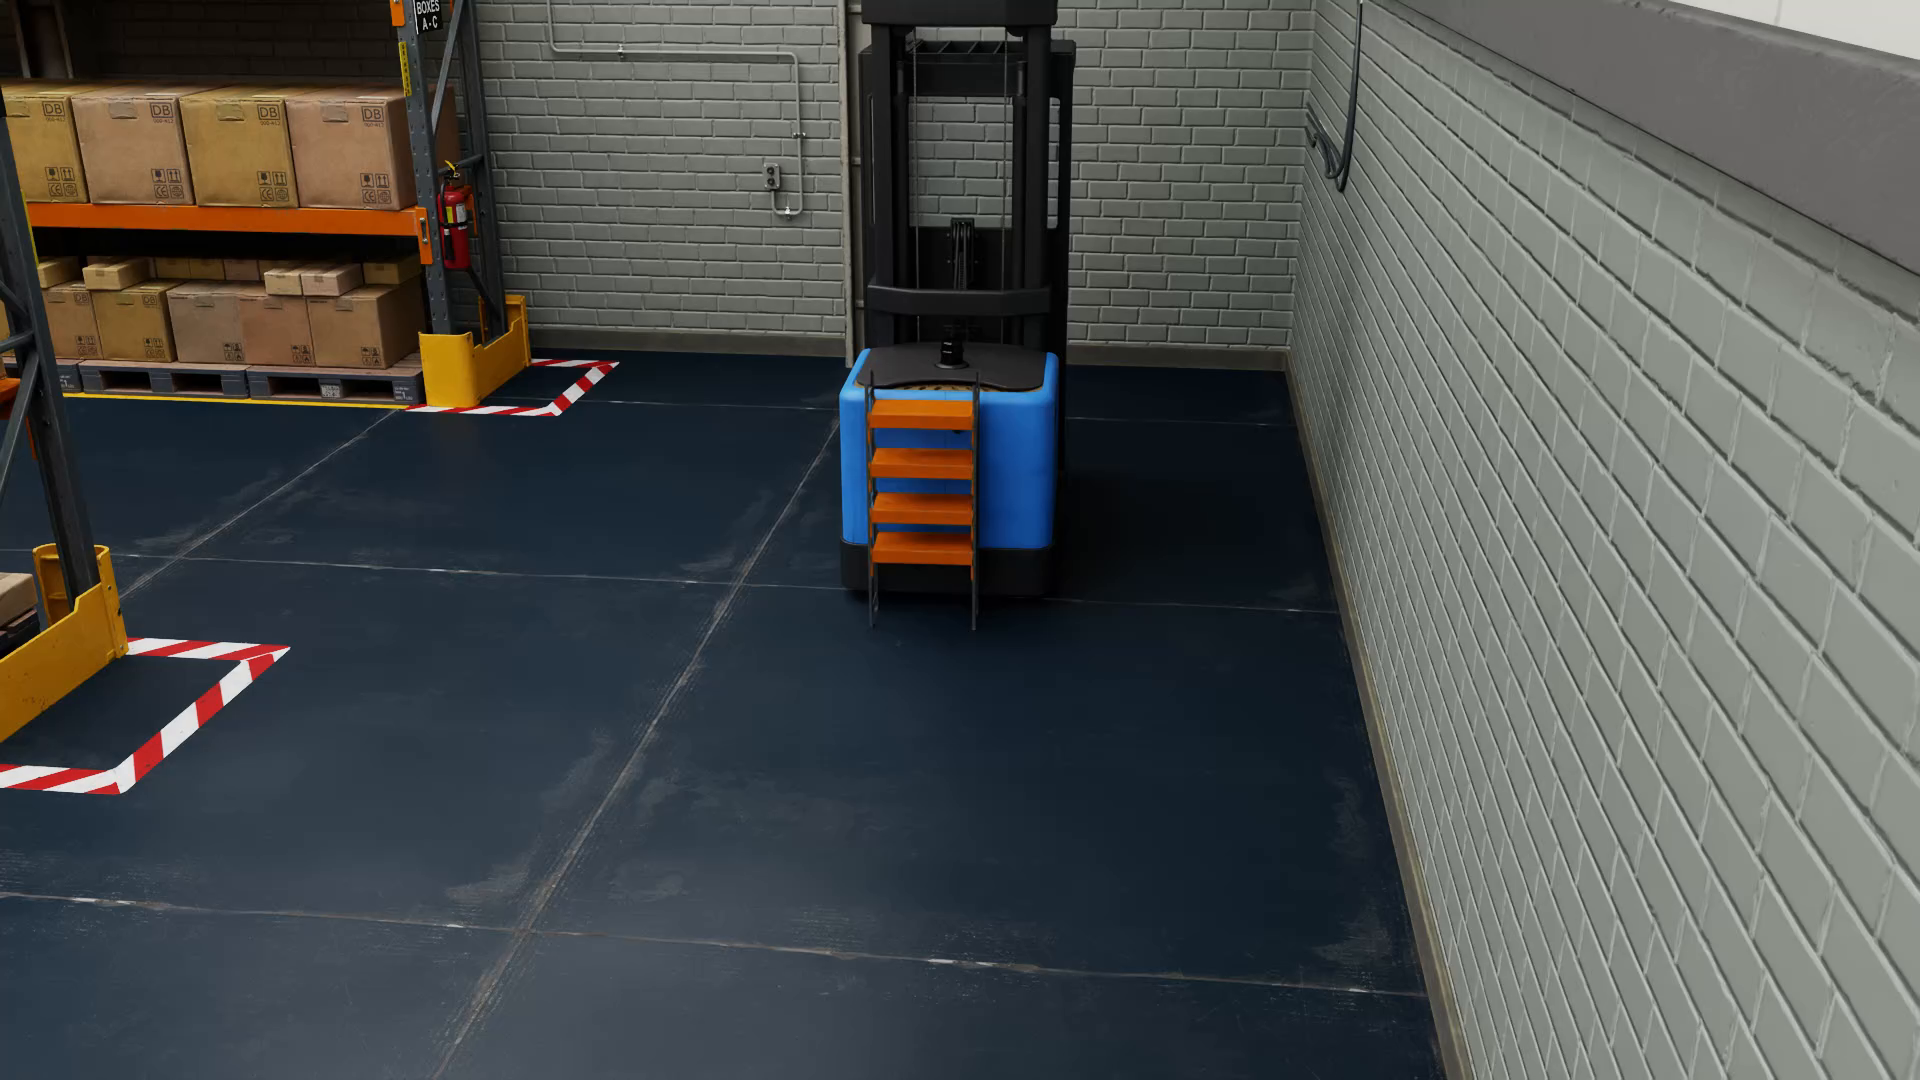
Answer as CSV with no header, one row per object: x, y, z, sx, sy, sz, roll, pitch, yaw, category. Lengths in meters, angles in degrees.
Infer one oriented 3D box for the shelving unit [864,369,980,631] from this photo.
-0.169,-0.180,7.763,0.503,1.200,0.258,1,22,4,shelving unit

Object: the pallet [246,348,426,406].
-4.204,-1.210,11.714,1.213,0.211,1.003,2,22,6,pallet

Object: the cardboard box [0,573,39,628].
-4.355,0.285,7.418,0.250,0.149,0.380,2,22,6,cardboard box

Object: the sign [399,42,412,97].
-3.478,-2.952,10.430,0.005,0.325,0.100,2,22,6,sign

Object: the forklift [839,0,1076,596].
0.050,-1.593,8.982,1.130,2.935,3.031,2,22,4,forklift

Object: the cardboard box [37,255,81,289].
-6.323,-1.857,11.505,0.250,0.149,0.380,3,22,8,cardboard box

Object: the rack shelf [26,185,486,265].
-5.387,-2.253,11.537,4.000,0.370,1.077,2,22,6,rack shelf

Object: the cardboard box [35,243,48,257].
-6.763,-2.018,11.910,0.250,0.149,0.380,2,22,6,cardboard box

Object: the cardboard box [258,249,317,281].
-4.711,-1.930,11.687,0.250,0.149,0.380,3,22,7,cardboard box

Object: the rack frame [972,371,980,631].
0.074,-0.174,7.747,0.015,1.200,0.240,1,22,4,rack frame

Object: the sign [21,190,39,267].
-3.916,-1.293,6.953,0.005,0.325,0.100,2,22,6,sign

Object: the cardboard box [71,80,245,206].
-5.388,-2.723,11.339,0.700,0.700,0.980,1,22,4,cardboard box

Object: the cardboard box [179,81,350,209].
-4.632,-2.686,11.247,0.700,0.700,0.980,2,22,6,cardboard box

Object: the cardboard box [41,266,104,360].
-6.144,-1.614,11.772,0.500,0.500,0.700,2,22,6,cardboard box

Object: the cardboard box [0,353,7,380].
-4.389,-0.854,6.885,0.500,0.500,0.500,3,22,7,cardboard box

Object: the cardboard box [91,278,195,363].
-5.634,-1.591,11.714,0.500,0.500,0.700,3,22,8,cardboard box

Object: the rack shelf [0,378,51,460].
-5.966,-0.444,6.962,4.000,0.370,1.077,2,22,6,rack shelf

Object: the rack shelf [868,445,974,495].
-0.169,-0.325,7.705,0.480,0.148,0.258,1,22,4,rack shelf

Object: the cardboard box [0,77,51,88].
-6.836,-2.784,11.495,0.700,0.700,0.980,3,22,7,cardboard box

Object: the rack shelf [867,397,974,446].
-0.169,-0.545,7.618,0.480,0.148,0.258,1,22,4,rack shelf

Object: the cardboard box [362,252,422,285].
-3.960,-1.897,11.605,0.250,0.149,0.380,3,22,7,cardboard box

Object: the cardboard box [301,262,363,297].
-4.256,-1.768,11.279,0.250,0.149,0.380,2,22,6,cardboard box

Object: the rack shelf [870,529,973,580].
-0.169,0.067,7.861,0.480,0.148,0.258,1,22,4,rack shelf

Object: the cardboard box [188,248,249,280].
-5.219,-1.951,11.742,0.250,0.149,0.380,3,22,7,cardboard box

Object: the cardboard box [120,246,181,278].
-5.727,-1.973,11.797,0.250,0.149,0.380,3,22,7,cardboard box

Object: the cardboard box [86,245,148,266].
-5.977,-1.984,11.826,0.250,0.149,0.380,2,22,5,cardboard box

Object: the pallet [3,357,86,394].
-6.627,-1.316,11.981,1.213,0.211,1.003,2,22,6,pallet

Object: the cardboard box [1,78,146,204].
-6.112,-2.751,11.410,0.700,0.700,0.980,2,22,5,cardboard box

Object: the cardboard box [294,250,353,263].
-4.463,-1.919,11.659,0.250,0.149,0.380,3,22,6,cardboard box

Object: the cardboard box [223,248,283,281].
-4.964,-1.940,11.714,0.250,0.149,0.380,3,22,7,cardboard box

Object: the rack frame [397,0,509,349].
-3.400,-2.501,11.186,0.127,3.000,1.000,2,22,6,rack frame

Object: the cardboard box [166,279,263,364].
-5.104,-1.571,11.662,0.500,0.500,0.700,2,22,5,cardboard box

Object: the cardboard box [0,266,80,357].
-6.642,-1.637,11.830,0.500,0.500,0.700,3,22,7,cardboard box

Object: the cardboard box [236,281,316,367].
-4.604,-1.549,11.608,0.500,0.500,0.700,2,22,6,cardboard box

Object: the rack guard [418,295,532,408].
-3.377,-1.338,11.643,0.348,0.500,1.175,2,22,6,rack guard

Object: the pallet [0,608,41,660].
-4.847,0.567,7.219,1.213,0.211,1.003,2,22,6,pallet

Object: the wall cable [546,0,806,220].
-2.018,-3.264,11.733,1.851,1.984,0.084,2,22,6,wall cable

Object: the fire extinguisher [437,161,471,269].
-3.305,-2.117,10.826,0.183,0.674,0.296,2,22,6,fire extinguisher

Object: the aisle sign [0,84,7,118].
-3.877,-2.006,6.397,0.004,0.787,0.394,2,22,6,aisle sign

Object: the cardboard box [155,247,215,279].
-5.470,-1.962,11.770,0.250,0.149,0.380,2,22,5,cardboard box

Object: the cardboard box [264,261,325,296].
-4.510,-1.779,11.307,0.250,0.149,0.380,3,22,8,cardboard box

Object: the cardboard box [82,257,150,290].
-5.805,-1.835,11.448,0.250,0.149,0.380,2,22,5,cardboard box

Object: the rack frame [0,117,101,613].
-3.980,-0.692,6.611,0.127,3.000,1.000,2,22,6,rack frame

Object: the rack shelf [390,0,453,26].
-5.387,-3.648,10.986,4.000,0.370,1.077,2,22,6,rack shelf

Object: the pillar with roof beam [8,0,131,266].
-7.082,-4.178,7.268,0.400,9.000,9.100,2,22,6,pillar with roof beam

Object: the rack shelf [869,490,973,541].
-0.169,-0.117,7.788,0.480,0.148,0.258,1,22,4,rack shelf

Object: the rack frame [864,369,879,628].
-0.413,-0.186,7.779,0.015,1.200,0.240,1,22,4,rack frame

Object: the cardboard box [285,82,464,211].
-3.908,-2.659,11.178,0.700,0.700,0.980,3,22,9,cardboard box

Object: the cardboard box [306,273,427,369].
-4.107,-1.528,11.553,0.500,0.500,0.700,2,22,6,cardboard box

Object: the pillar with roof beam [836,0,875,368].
-1.124,-3.918,6.611,0.400,9.000,9.100,2,22,6,pillar with roof beam

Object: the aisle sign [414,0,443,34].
-3.364,-3.597,10.423,0.004,0.787,0.394,2,22,6,aisle sign

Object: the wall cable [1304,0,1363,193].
2.174,-3.472,9.705,0.112,2.526,3.097,2,22,6,wall cable

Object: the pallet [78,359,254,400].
-5.412,-1.264,11.850,1.213,0.211,1.003,2,22,6,pallet

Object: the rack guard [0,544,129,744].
-4.055,0.467,7.079,0.348,0.500,1.175,2,22,6,rack guard
